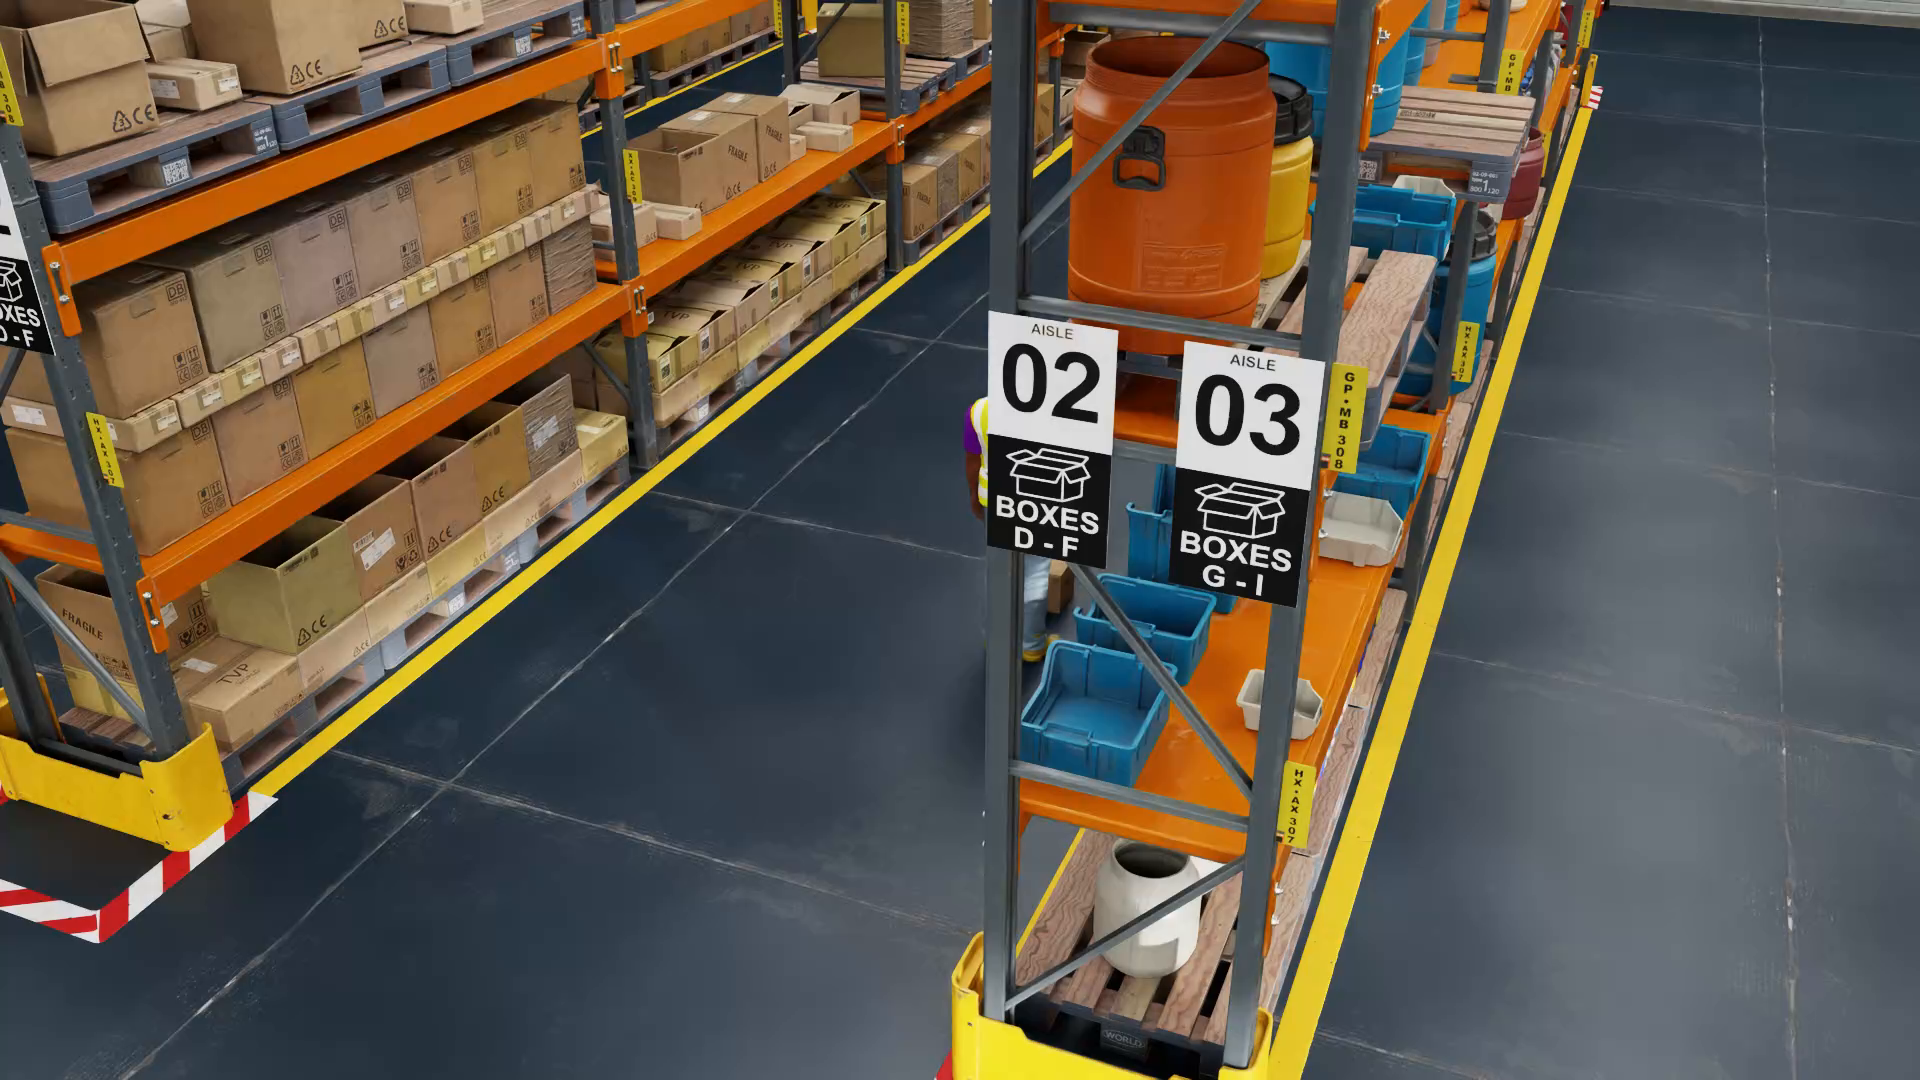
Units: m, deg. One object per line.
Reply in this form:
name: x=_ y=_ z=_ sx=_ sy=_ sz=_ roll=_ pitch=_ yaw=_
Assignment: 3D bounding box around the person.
person: x=0.296 y=-0.193 z=8.736 sx=0.562 sy=1.782 sz=0.350 roll=12 pitch=32 yaw=20
